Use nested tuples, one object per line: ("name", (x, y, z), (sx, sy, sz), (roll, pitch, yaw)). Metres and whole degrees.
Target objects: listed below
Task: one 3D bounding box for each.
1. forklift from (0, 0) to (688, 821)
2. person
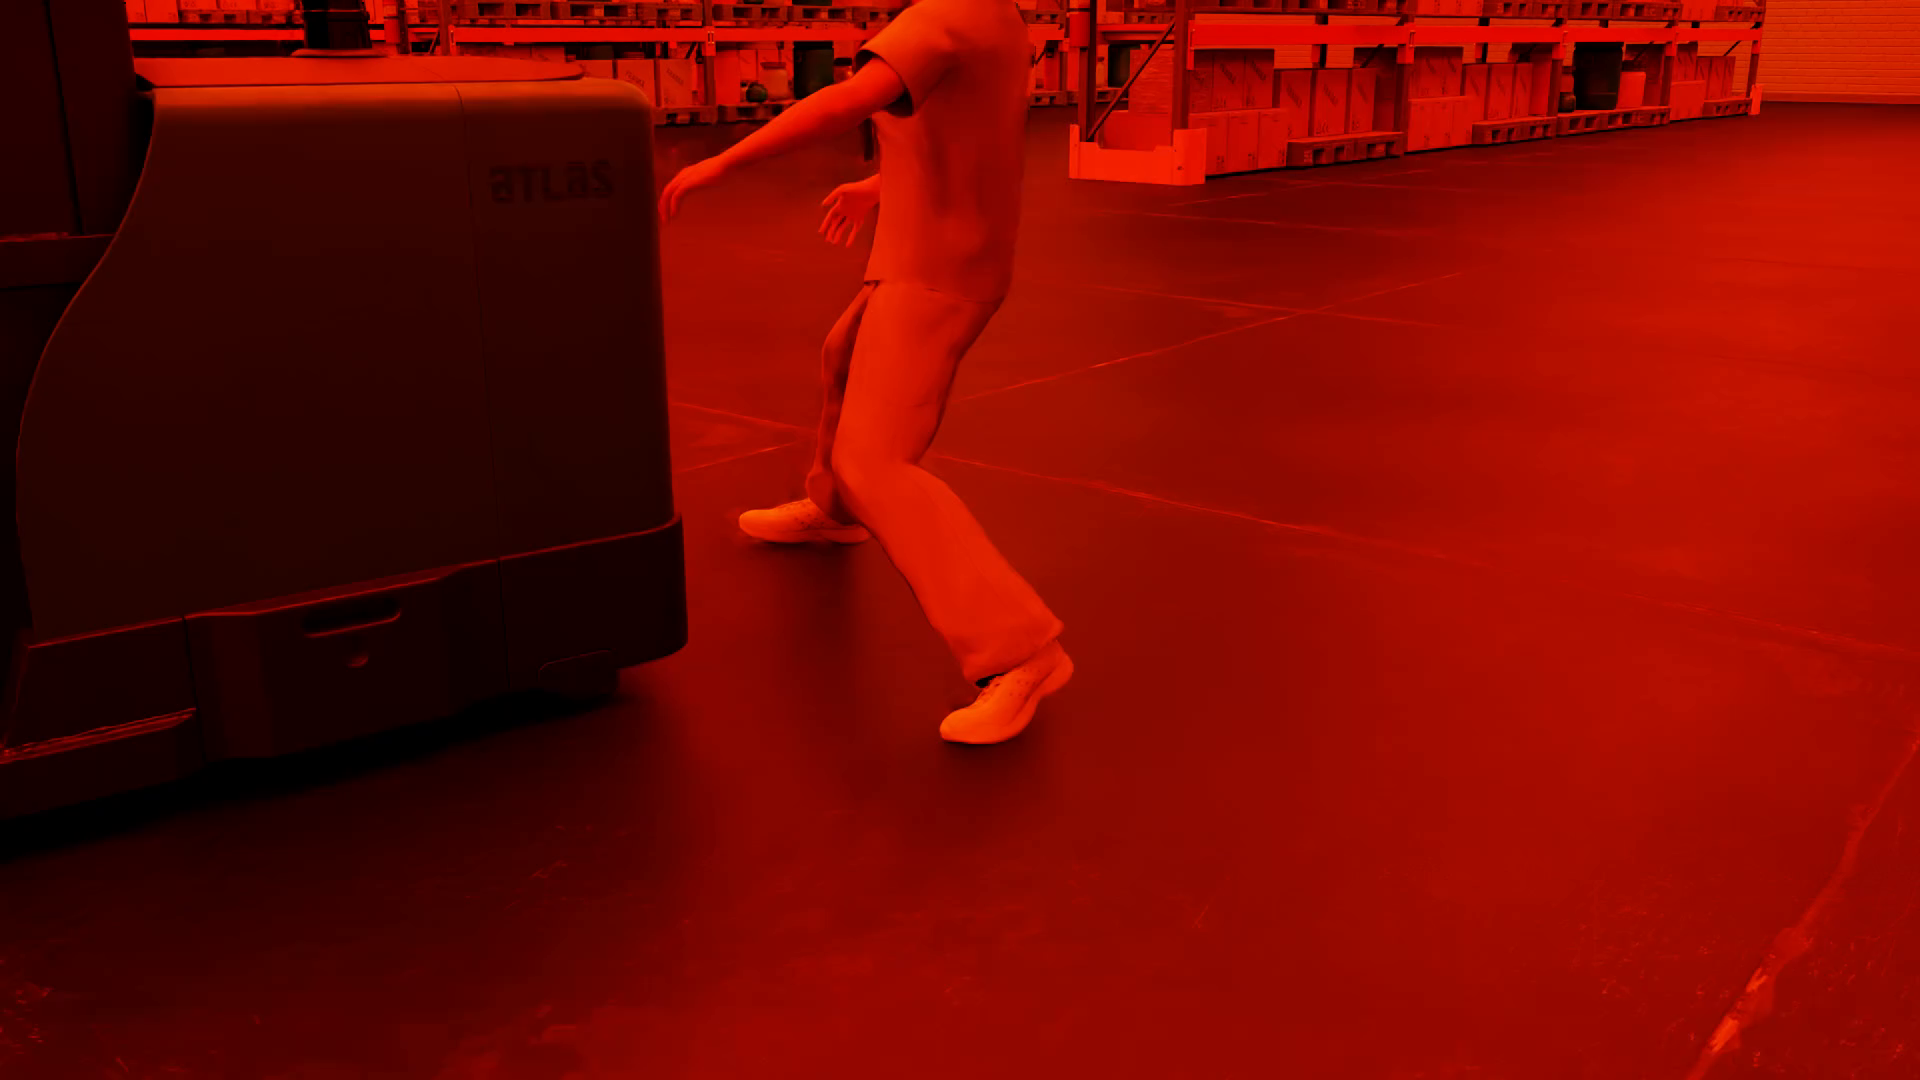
("forklift", (-1.992, -1.000, 2.191), (3.031, 2.935, 1.130), (-12, 21, -34))
("person", (-0.169, -0.534, 3.174), (0.961, 1.503, 1.099), (5, 18, 16))
